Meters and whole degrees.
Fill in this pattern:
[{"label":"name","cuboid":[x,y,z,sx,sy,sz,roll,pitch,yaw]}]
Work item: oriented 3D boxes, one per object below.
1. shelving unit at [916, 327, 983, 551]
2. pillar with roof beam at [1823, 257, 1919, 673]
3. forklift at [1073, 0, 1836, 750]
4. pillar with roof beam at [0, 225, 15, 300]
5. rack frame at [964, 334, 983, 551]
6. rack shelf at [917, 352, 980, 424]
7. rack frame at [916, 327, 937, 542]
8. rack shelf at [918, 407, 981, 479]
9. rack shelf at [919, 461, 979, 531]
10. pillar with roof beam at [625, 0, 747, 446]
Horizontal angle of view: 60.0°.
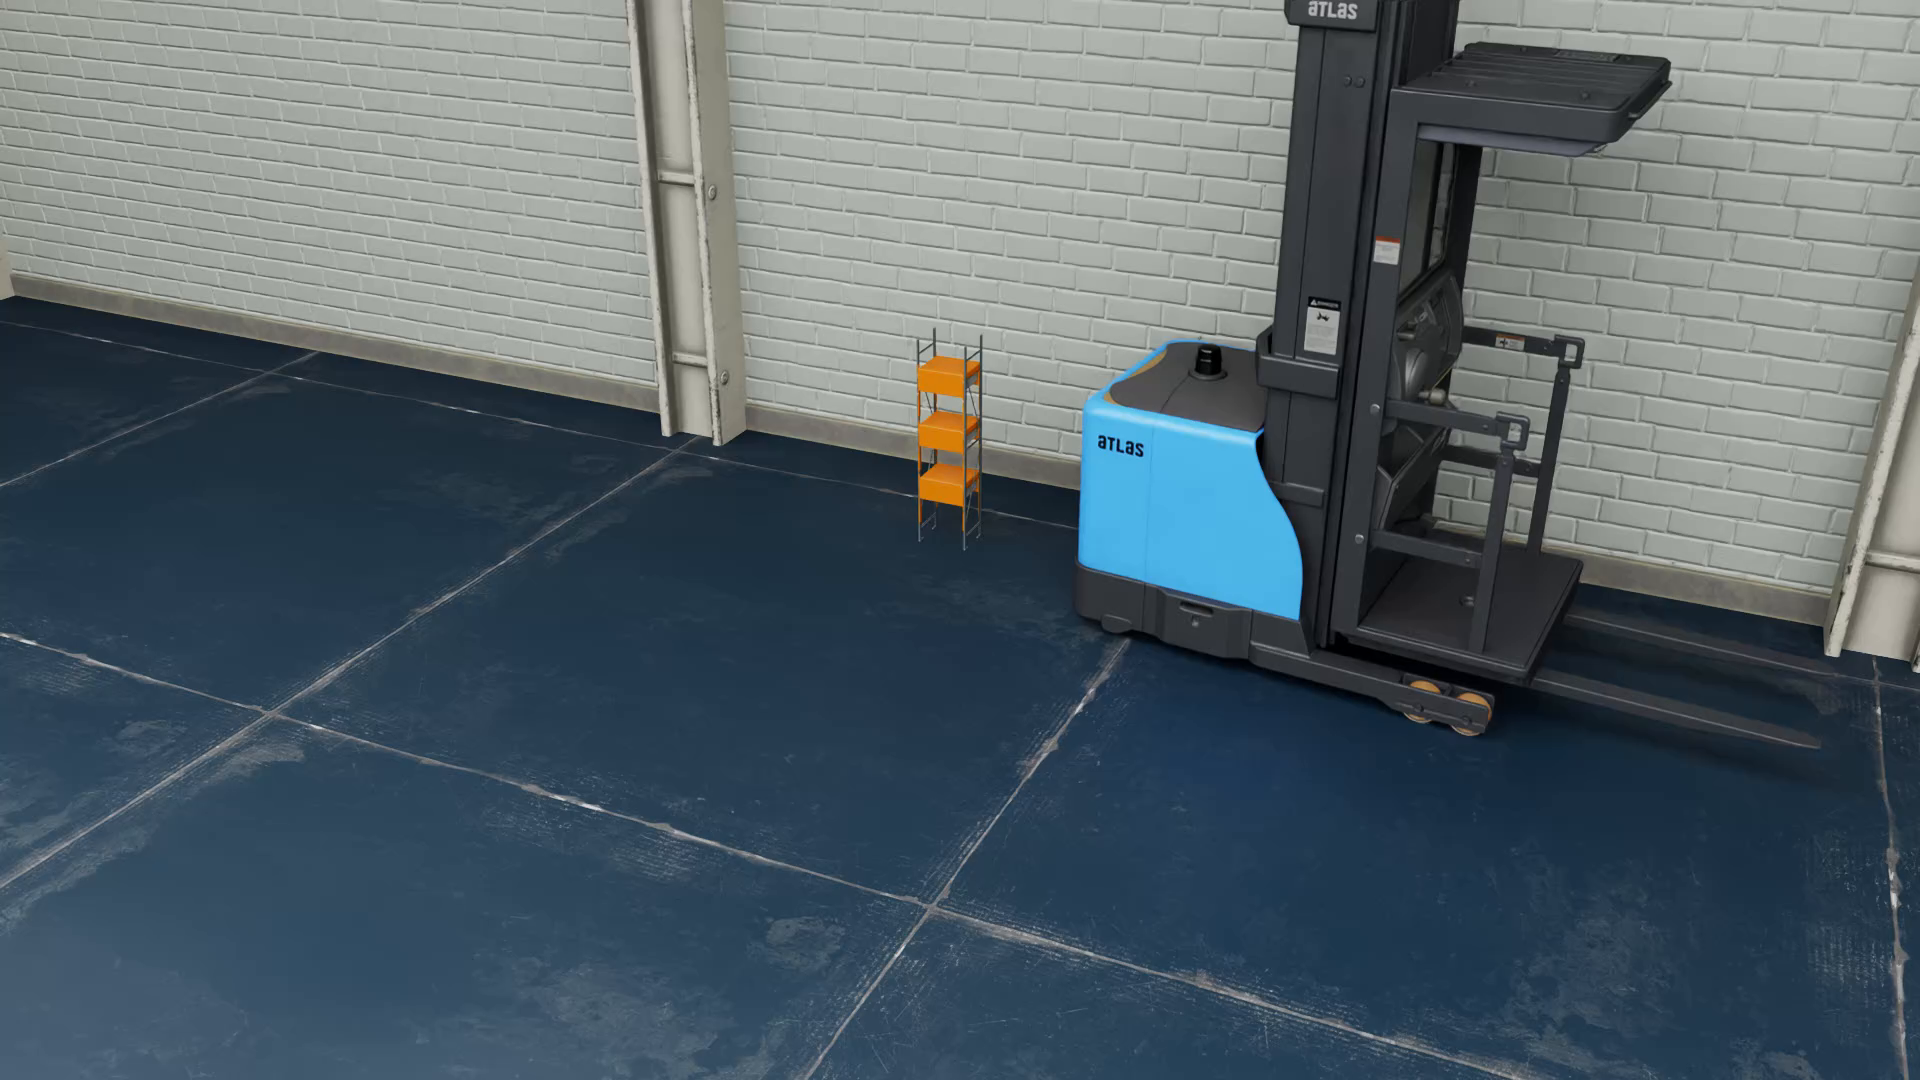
[{"label":"shelving unit","cuboid":[-0.049,-0.481,8.038,0.252,1.050,0.215,11,28,22]},{"label":"pillar with roof beam","cuboid":[2.224,-1.833,1.784,0.400,9.000,9.100,11,28,22]},{"label":"forklift","cuboid":[2.044,-0.800,6.556,3.031,2.935,1.130,14,30,26]},{"label":"pillar with roof beam","cuboid":[-8.700,-4.027,6.241,0.400,9.000,9.100,11,28,22]},{"label":"rack frame","cuboid":[0.062,-0.458,7.993,0.008,1.050,0.200,11,28,22]},{"label":"rack shelf","cuboid":[-0.049,-0.726,7.917,0.240,0.259,0.215,11,28,22]},{"label":"rack frame","cuboid":[-0.160,-0.503,8.083,0.008,1.050,0.200,11,28,22]},{"label":"rack shelf","cuboid":[-0.049,-0.471,8.043,0.240,0.259,0.215,11,28,22]},{"label":"rack shelf","cuboid":[-0.049,-0.222,8.165,0.240,0.259,0.215,11,28,22]},{"label":"pillar with roof beam","cuboid":[-3.238,-2.930,4.013,0.400,9.000,9.100,11,28,22]}]
